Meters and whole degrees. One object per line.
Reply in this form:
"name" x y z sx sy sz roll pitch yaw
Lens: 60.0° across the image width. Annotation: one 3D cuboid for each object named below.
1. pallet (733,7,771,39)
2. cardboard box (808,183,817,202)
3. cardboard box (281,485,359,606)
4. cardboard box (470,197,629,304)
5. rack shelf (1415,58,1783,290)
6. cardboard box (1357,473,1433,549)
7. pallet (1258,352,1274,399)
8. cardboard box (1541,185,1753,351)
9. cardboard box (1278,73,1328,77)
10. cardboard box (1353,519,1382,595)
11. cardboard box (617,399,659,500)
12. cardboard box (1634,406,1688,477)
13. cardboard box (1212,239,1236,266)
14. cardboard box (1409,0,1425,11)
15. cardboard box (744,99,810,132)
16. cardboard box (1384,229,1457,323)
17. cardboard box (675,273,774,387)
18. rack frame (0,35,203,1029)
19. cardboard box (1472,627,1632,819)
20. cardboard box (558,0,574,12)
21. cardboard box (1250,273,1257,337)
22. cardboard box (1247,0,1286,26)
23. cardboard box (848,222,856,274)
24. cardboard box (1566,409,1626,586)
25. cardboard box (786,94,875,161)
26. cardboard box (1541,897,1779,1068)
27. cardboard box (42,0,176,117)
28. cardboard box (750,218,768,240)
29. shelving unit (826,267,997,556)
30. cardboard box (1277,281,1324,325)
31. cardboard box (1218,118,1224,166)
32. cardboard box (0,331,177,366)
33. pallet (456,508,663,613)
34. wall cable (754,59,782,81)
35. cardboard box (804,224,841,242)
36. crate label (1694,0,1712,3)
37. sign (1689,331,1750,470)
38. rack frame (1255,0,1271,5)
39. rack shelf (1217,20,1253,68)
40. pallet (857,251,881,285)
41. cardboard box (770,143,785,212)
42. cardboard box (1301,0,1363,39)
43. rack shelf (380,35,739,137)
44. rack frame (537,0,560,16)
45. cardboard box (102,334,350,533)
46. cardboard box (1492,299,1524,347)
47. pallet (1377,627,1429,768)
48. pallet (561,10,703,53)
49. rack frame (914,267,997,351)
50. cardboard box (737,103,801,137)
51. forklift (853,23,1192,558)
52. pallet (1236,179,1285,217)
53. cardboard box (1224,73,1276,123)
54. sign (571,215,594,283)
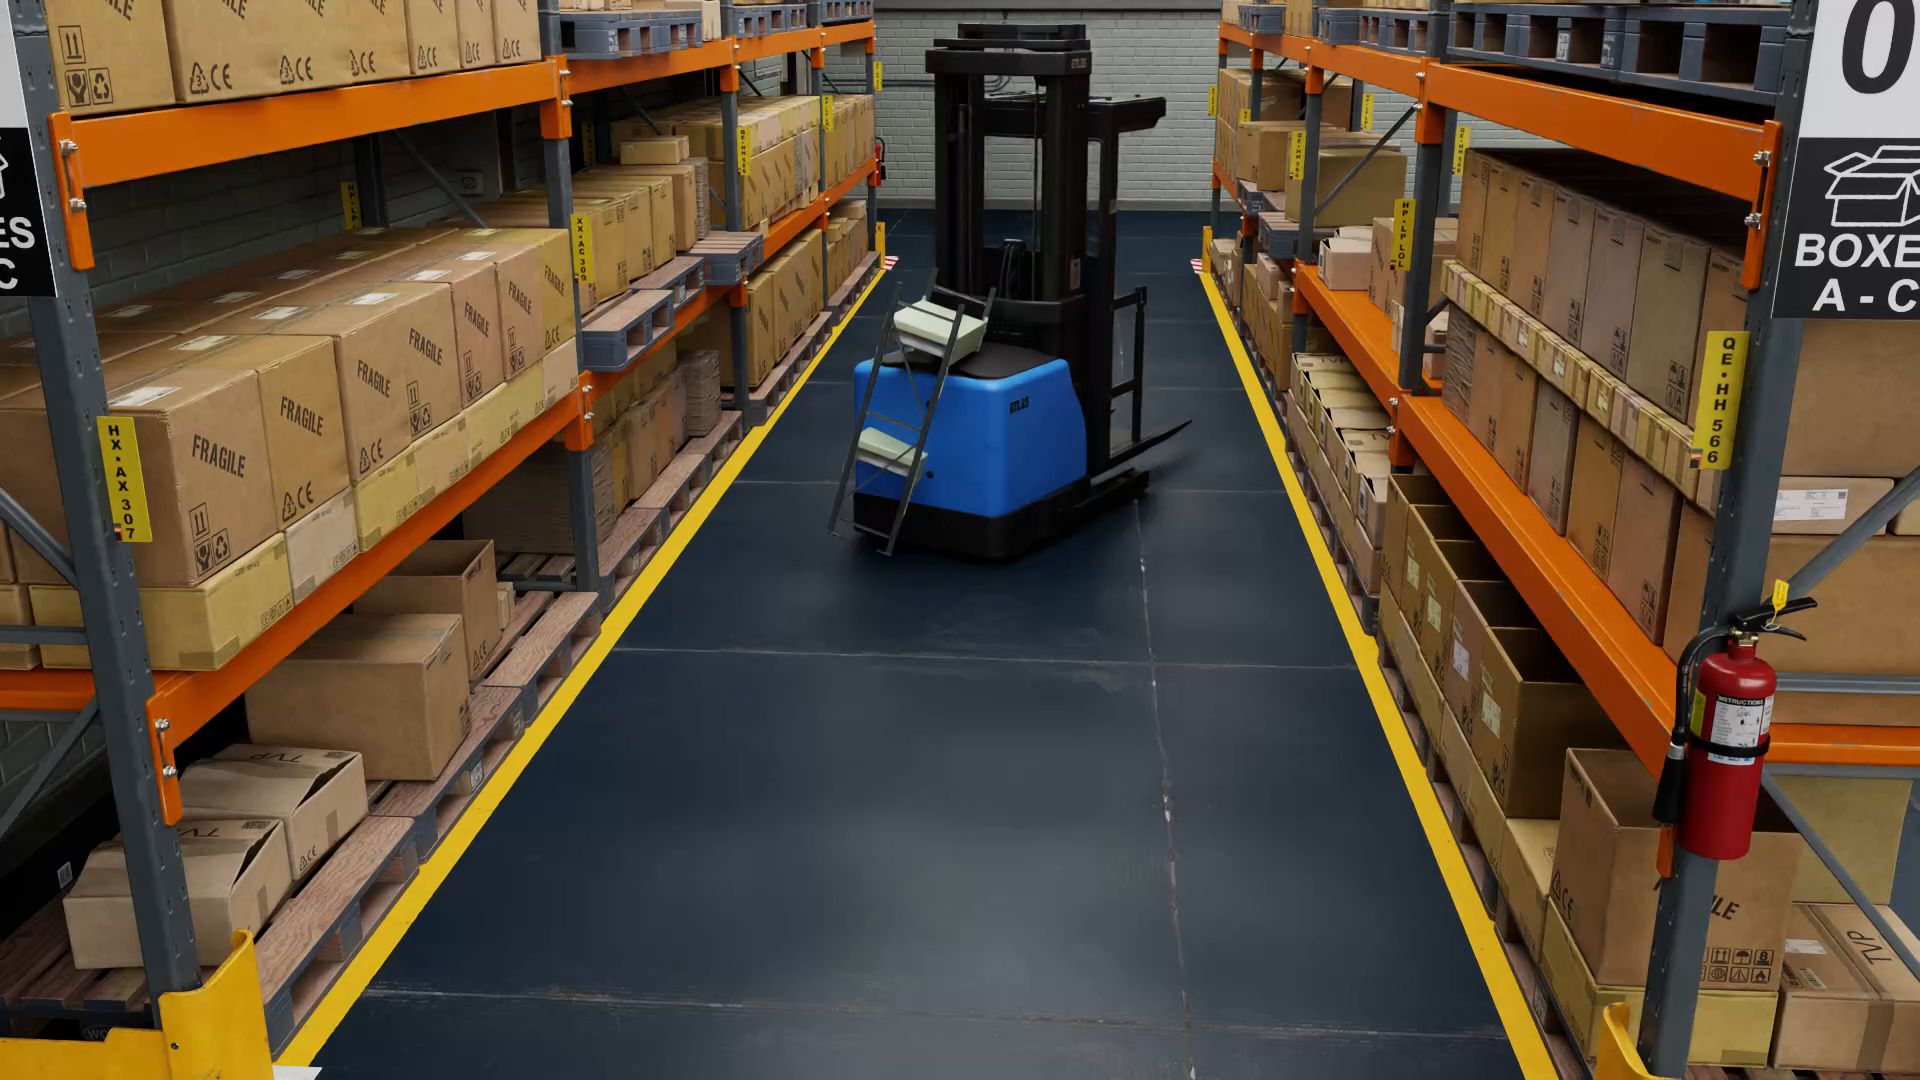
"pallet" -2.075 -3.773 12.105 1.213 0.211 1.003 2 18 6
"cardboard box" -1.518 -3.178 15.176 0.380 0.149 0.250 2 18 5
"cardboard box" -2.267 0.005 5.301 0.500 0.250 0.500 1 18 2
"cardboard box" -2.237 -1.581 9.063 0.700 0.500 0.500 3 18 10
"rack shelf" 2.443 -1.346 5.553 1.077 0.370 4.000 1 18 4
"cardboard box" 2.329 -0.176 8.483 0.500 0.311 0.500 1 18 4
"pallet" 3.054 -1.410 13.888 1.003 0.211 1.213 1 18 4
"cardboard box" 2.453 -0.943 5.738 0.700 0.500 0.500 1 18 4
"cardboard box" 3.621 -4.671 17.595 0.500 0.500 0.500 2 18 5
"cardboard box" 2.327 0.088 8.579 0.500 0.250 0.500 1 18 3
"cardboard box" -2.255 -0.563 10.131 0.700 0.500 0.500 1 18 5
"cardboard box" 2.172 -0.281 4.762 0.380 0.149 0.250 1 18 3
"cardboard box" 3.089 -3.196 18.568 0.500 0.250 0.500 1 18 4
"cardboard box" 2.784 -3.030 9.103 0.500 0.250 0.500 0 18 -1
"cardboard box" -1.606 -3.723 14.595 0.500 0.250 0.500 2 18 5
"cardboard box" 2.731 -1.489 9.489 0.500 0.500 0.500 1 18 4
"cardboard box" -1.885 -1.639 12.887 0.750 0.750 0.750 1 18 3
"rack frame" -2.642 0.249 4.346 1.000 3.000 0.127 1 18 4
"cardboard box" 2.098 0.625 5.736 0.500 0.500 0.500 1 18 4
"cardboard box" -2.236 -2.834 8.102 0.500 0.500 0.500 4 19 12
"cardboard box" 2.855 -2.079 14.759 0.500 0.500 0.500 2 18 5
"cardboard box" 2.929 -4.880 15.422 0.500 0.250 0.500 1 18 4
"cardboard box" -1.517 -3.201 18.214 0.700 0.500 0.500 1 18 2
"cardboard box" 2.420 -0.151 5.407 0.700 0.500 0.500 1 18 4
"cardboard box" -1.521 -4.704 18.981 0.980 0.700 0.700 2 18 6
"cardboard box" 2.043 1.292 4.904 0.500 0.250 0.500 1 18 4
"cardboard box" -2.369 -1.332 4.161 0.500 0.500 0.500 2 18 5
"cardboard box" -1.684 -2.382 12.746 0.380 0.149 0.250 2 18 6
"shelving unit" -0.274 -0.749 9.554 0.431 1.500 0.755 20 20 9
"cardboard box" 2.706 -1.817 12.755 0.500 0.250 0.500 2 18 6
"cardboard box" 3.120 -4.366 18.270 0.500 0.500 0.500 1 18 3
"cardboard box" -2.774 -0.353 5.188 0.500 0.500 0.500 2 18 5
"pallet" -2.301 0.090 9.310 1.003 0.211 1.213 1 18 4
"wall cable" -2.347 -5.622 20.632 0.084 1.984 1.851 1 18 4
"cardboard box" -1.419 -3.130 16.957 0.380 0.149 0.250 2 18 6
"crate label" 7.998 -5.575 17.541 0.408 0.251 0.502 1 18 4
"sign" 1.759 -0.321 3.845 0.100 0.325 0.005 1 18 4
"rack frame" 3.160 -6.220 14.452 1.000 3.000 0.127 1 18 4
"rack shelf" 3.303 -5.073 16.927 1.077 0.370 4.000 1 18 4
"pallet" -1.474 -3.145 19.183 1.003 0.211 1.213 1 18 4
"cardboard box" -1.695 -2.896 13.273 0.500 0.500 0.500 1 18 4
"cardboard box" 2.870 -3.736 11.528 0.910 0.500 0.500 1 18 4
"rack shelf" -2.212 -2.698 9.678 1.077 0.370 4.000 1 18 4
"rack frame" -2.355 -3.844 7.204 1.000 3.000 0.127 1 18 4
"cardboard box" -2.263 -0.341 5.150 0.500 0.500 0.500 1 18 4
"cardboard box" 2.302 -0.843 6.477 0.380 0.149 0.250 1 18 2
"pallet" 2.487 0.687 7.487 1.003 0.211 1.213 1 18 4
"pallet" -2.133 -2.841 9.261 1.213 0.211 1.003 1 18 4
"rack frame" -0.181 -0.845 9.895 0.400 1.500 0.023 20 20 9
"cardboard box" -1.643 -3.565 14.111 0.500 0.250 0.500 2 18 5
"forklift" 0.574 -1.697 10.396 1.130 2.935 3.031 11 21 30
"pallet" 2.993 -3.032 14.666 1.003 0.211 1.213 1 18 4
"cardboard box" 3.081 -4.684 17.634 0.500 0.500 0.500 2 18 5
"sign" -1.813 -1.395 7.973 0.100 0.325 0.005 1 18 4
